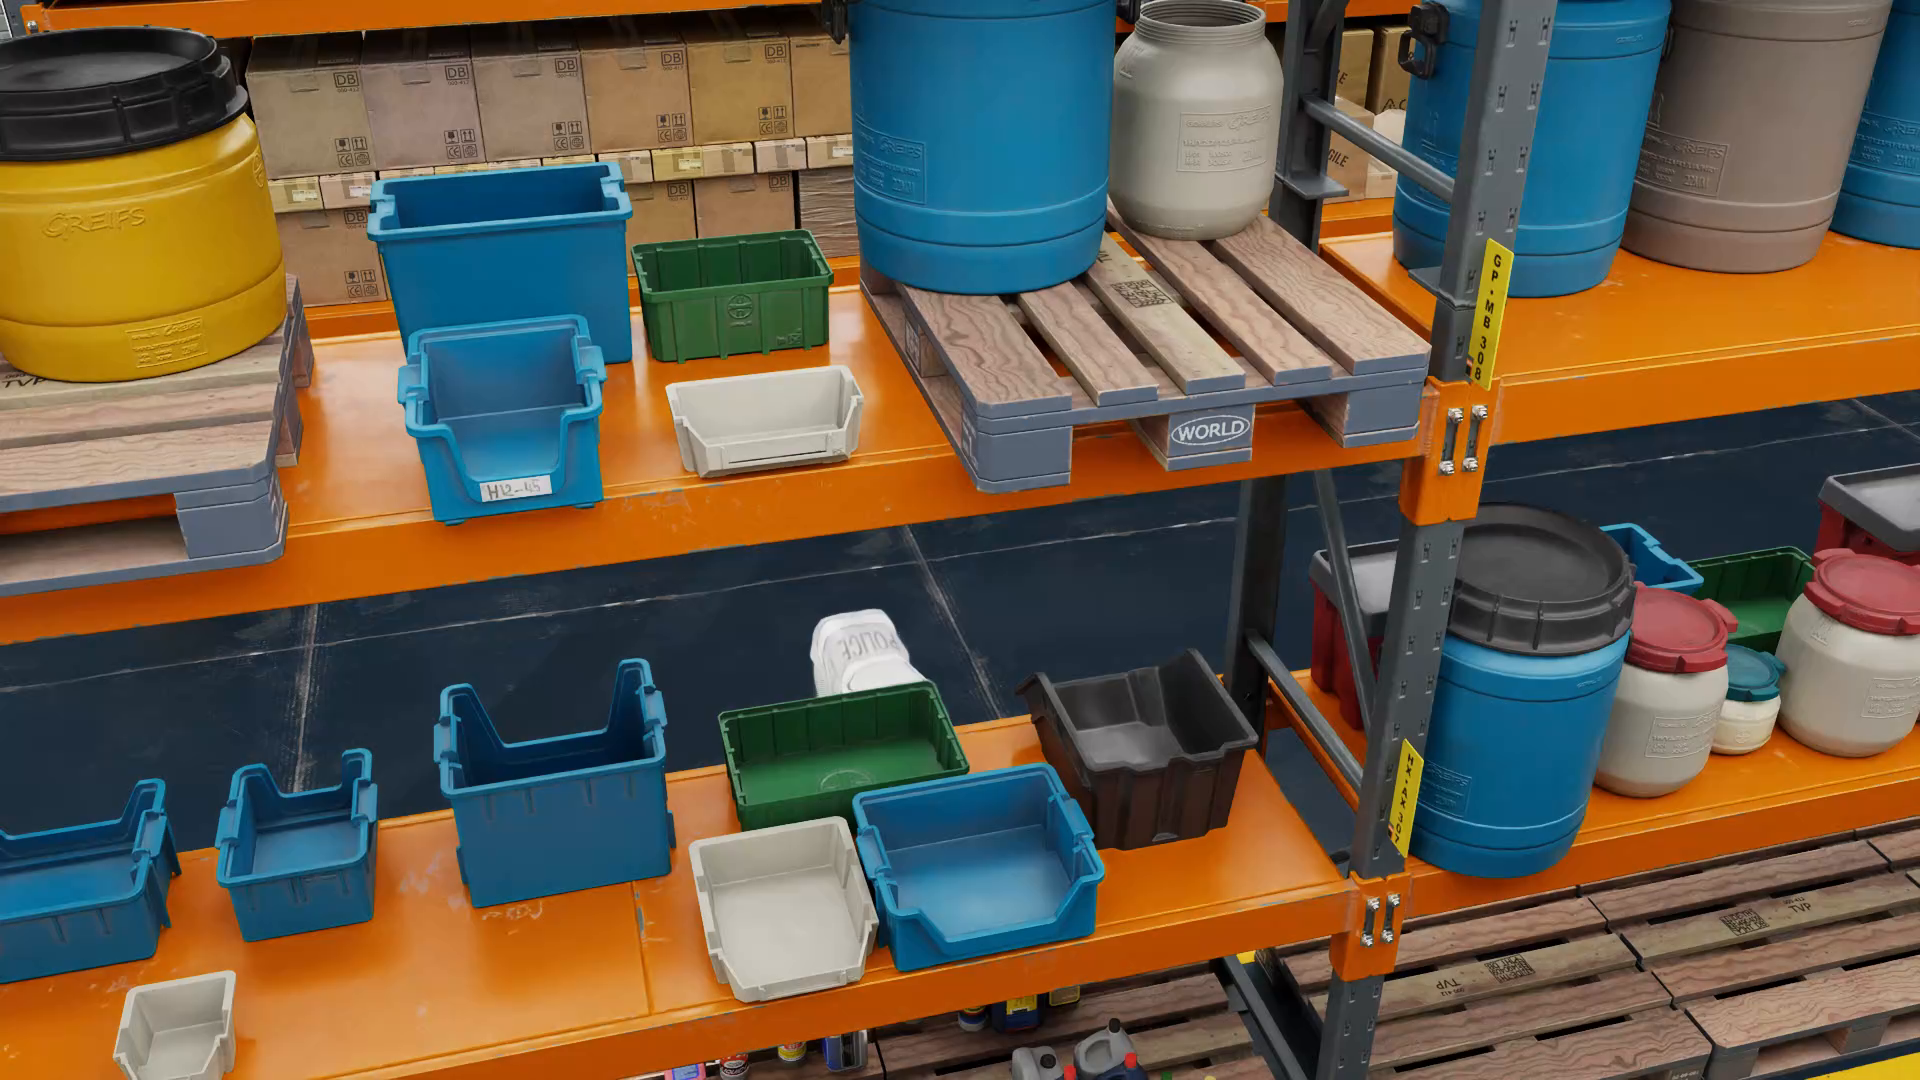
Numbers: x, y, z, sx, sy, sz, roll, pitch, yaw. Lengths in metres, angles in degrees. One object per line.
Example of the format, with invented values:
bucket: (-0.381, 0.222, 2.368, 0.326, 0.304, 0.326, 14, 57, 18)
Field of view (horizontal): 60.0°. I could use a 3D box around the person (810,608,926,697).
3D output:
person: (-0.335, 0.766, 6.737, 0.441, 0.774, 0.912, -9, 32, -15)
